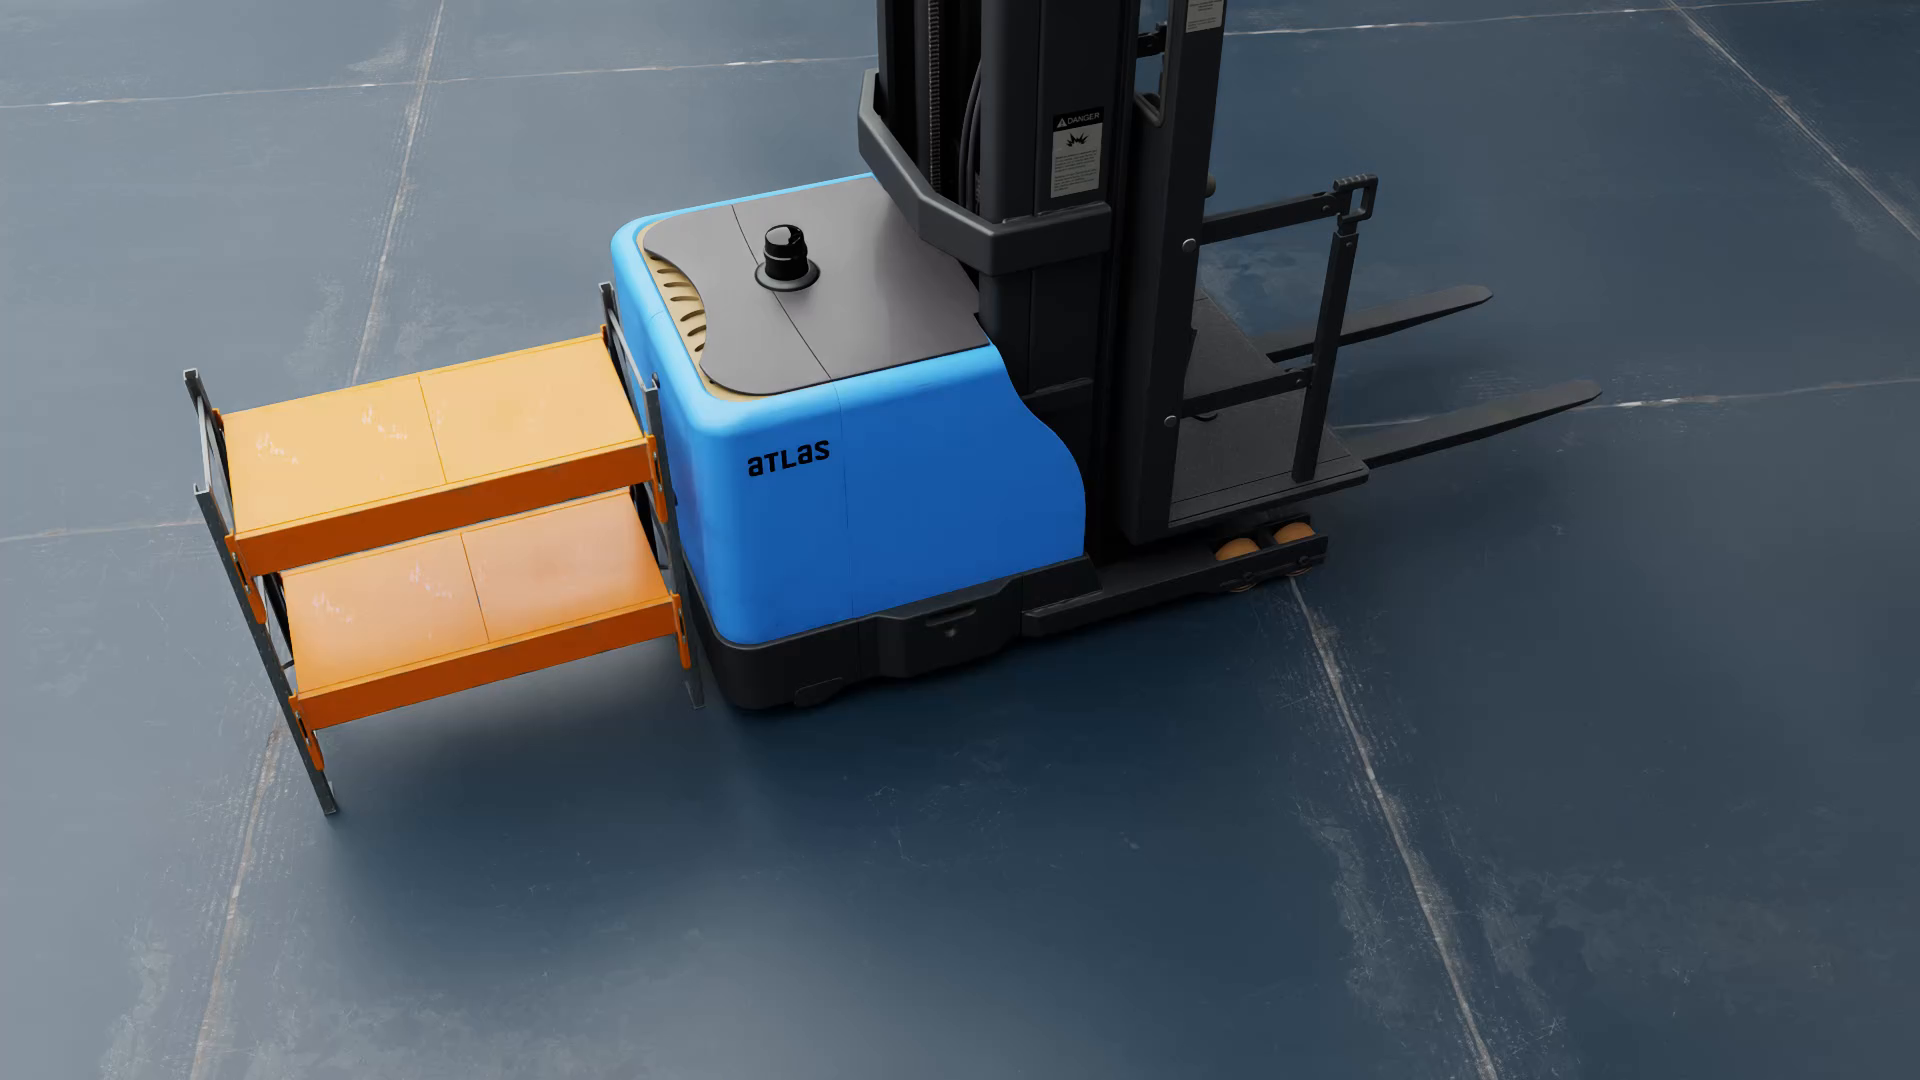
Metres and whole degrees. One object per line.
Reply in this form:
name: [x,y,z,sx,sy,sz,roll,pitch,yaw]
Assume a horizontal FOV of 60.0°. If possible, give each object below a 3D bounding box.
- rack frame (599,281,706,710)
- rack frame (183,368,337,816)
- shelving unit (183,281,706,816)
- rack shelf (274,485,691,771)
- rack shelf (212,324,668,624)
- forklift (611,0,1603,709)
rack frame: [-0.829,-0.095,4.515,0.032,1.125,0.500,-15,44,-16]
rack frame: [-1.773,0.159,4.234,0.032,1.125,0.500,-15,44,-16]
shelving unit: [-1.301,0.032,4.375,1.048,1.125,0.538,-15,44,-16]
rack shelf: [-1.301,0.214,4.539,1.000,0.278,0.538,-15,44,-16]
rack shelf: [-1.301,-0.185,4.179,1.000,0.278,0.538,-15,44,-16]
forklift: [0.583,-1.244,4.440,3.031,2.935,1.130,-15,44,-16]
